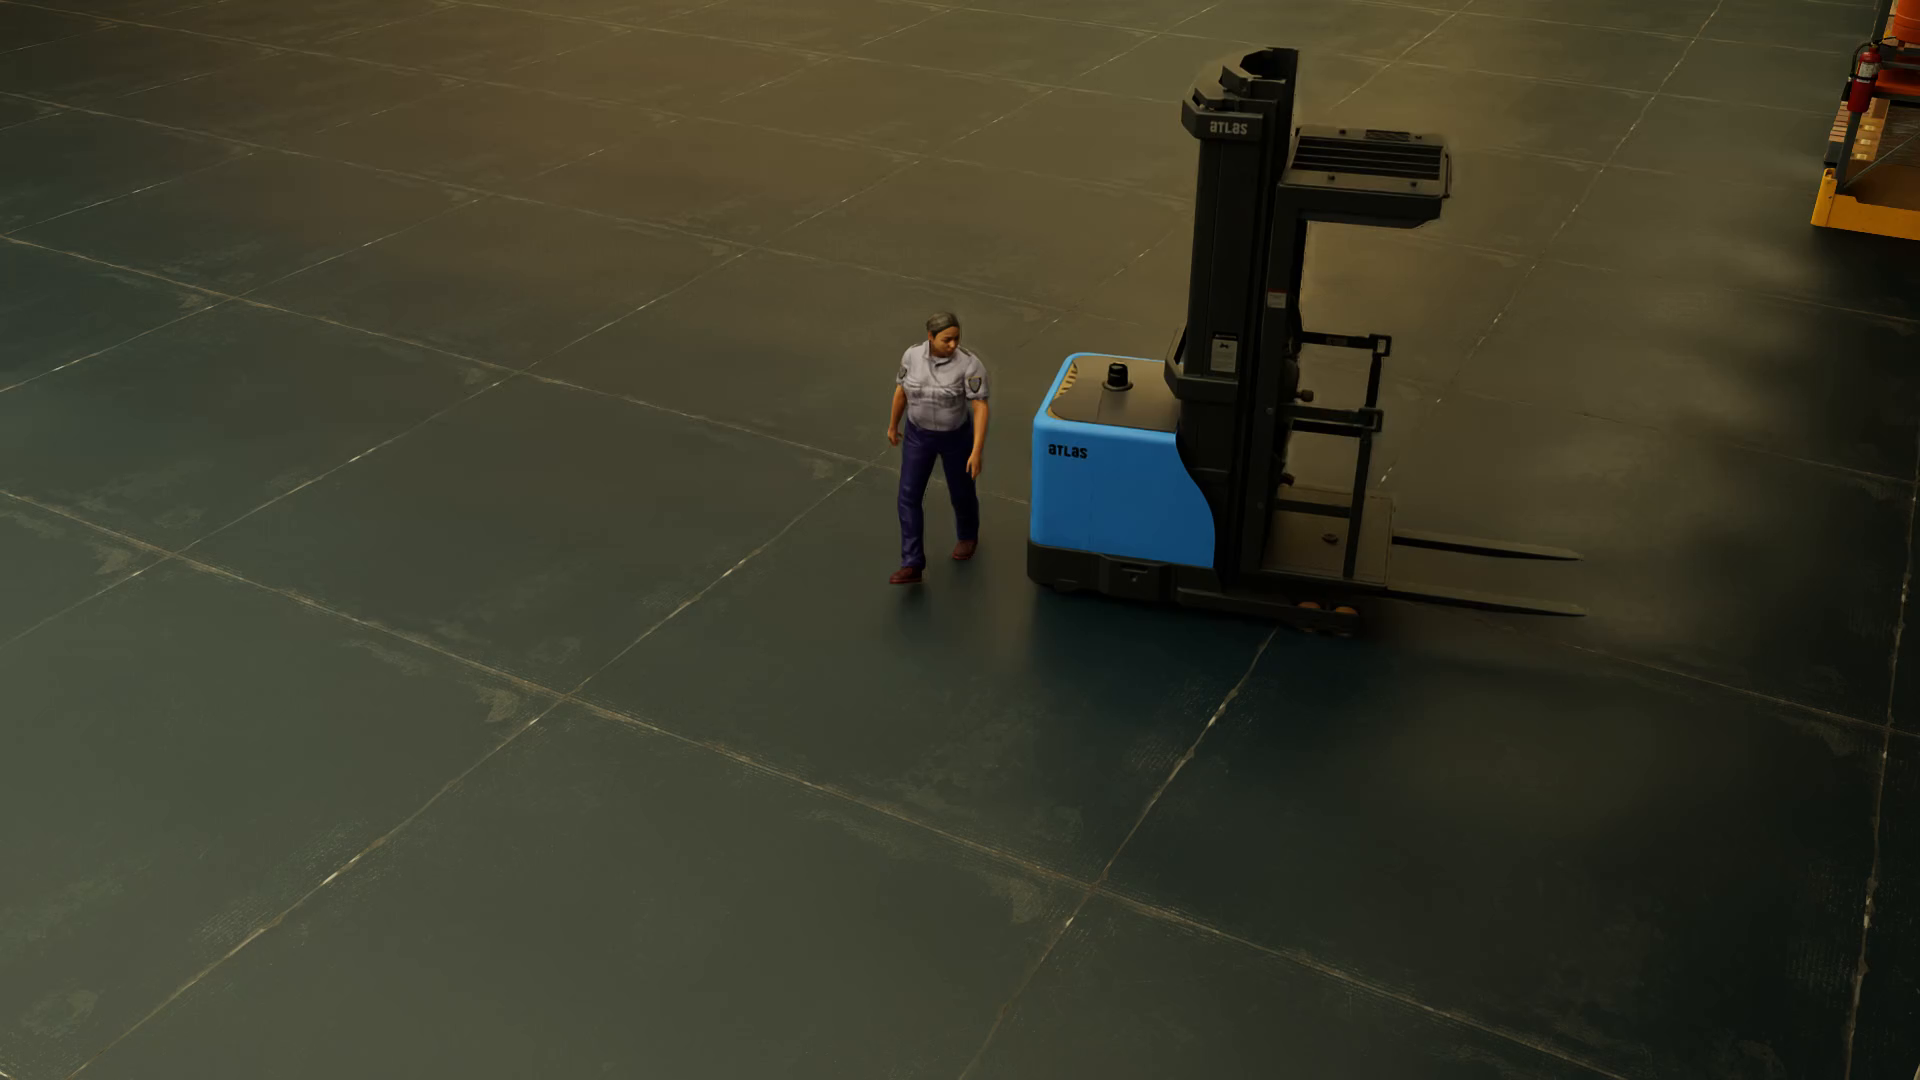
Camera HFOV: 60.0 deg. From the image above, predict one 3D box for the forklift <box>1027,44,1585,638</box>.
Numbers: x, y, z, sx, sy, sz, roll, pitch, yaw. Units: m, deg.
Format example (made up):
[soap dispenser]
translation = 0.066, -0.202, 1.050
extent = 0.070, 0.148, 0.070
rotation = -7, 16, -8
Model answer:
[forklift]
translation = 1.958, -1.033, 8.860
extent = 3.031, 2.935, 1.130
rotation = 8, 31, 13

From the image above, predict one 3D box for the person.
[person]
translation = -0.157, -0.513, 9.298
extent = 0.647, 1.604, 0.868
rotation = 8, 31, 14
